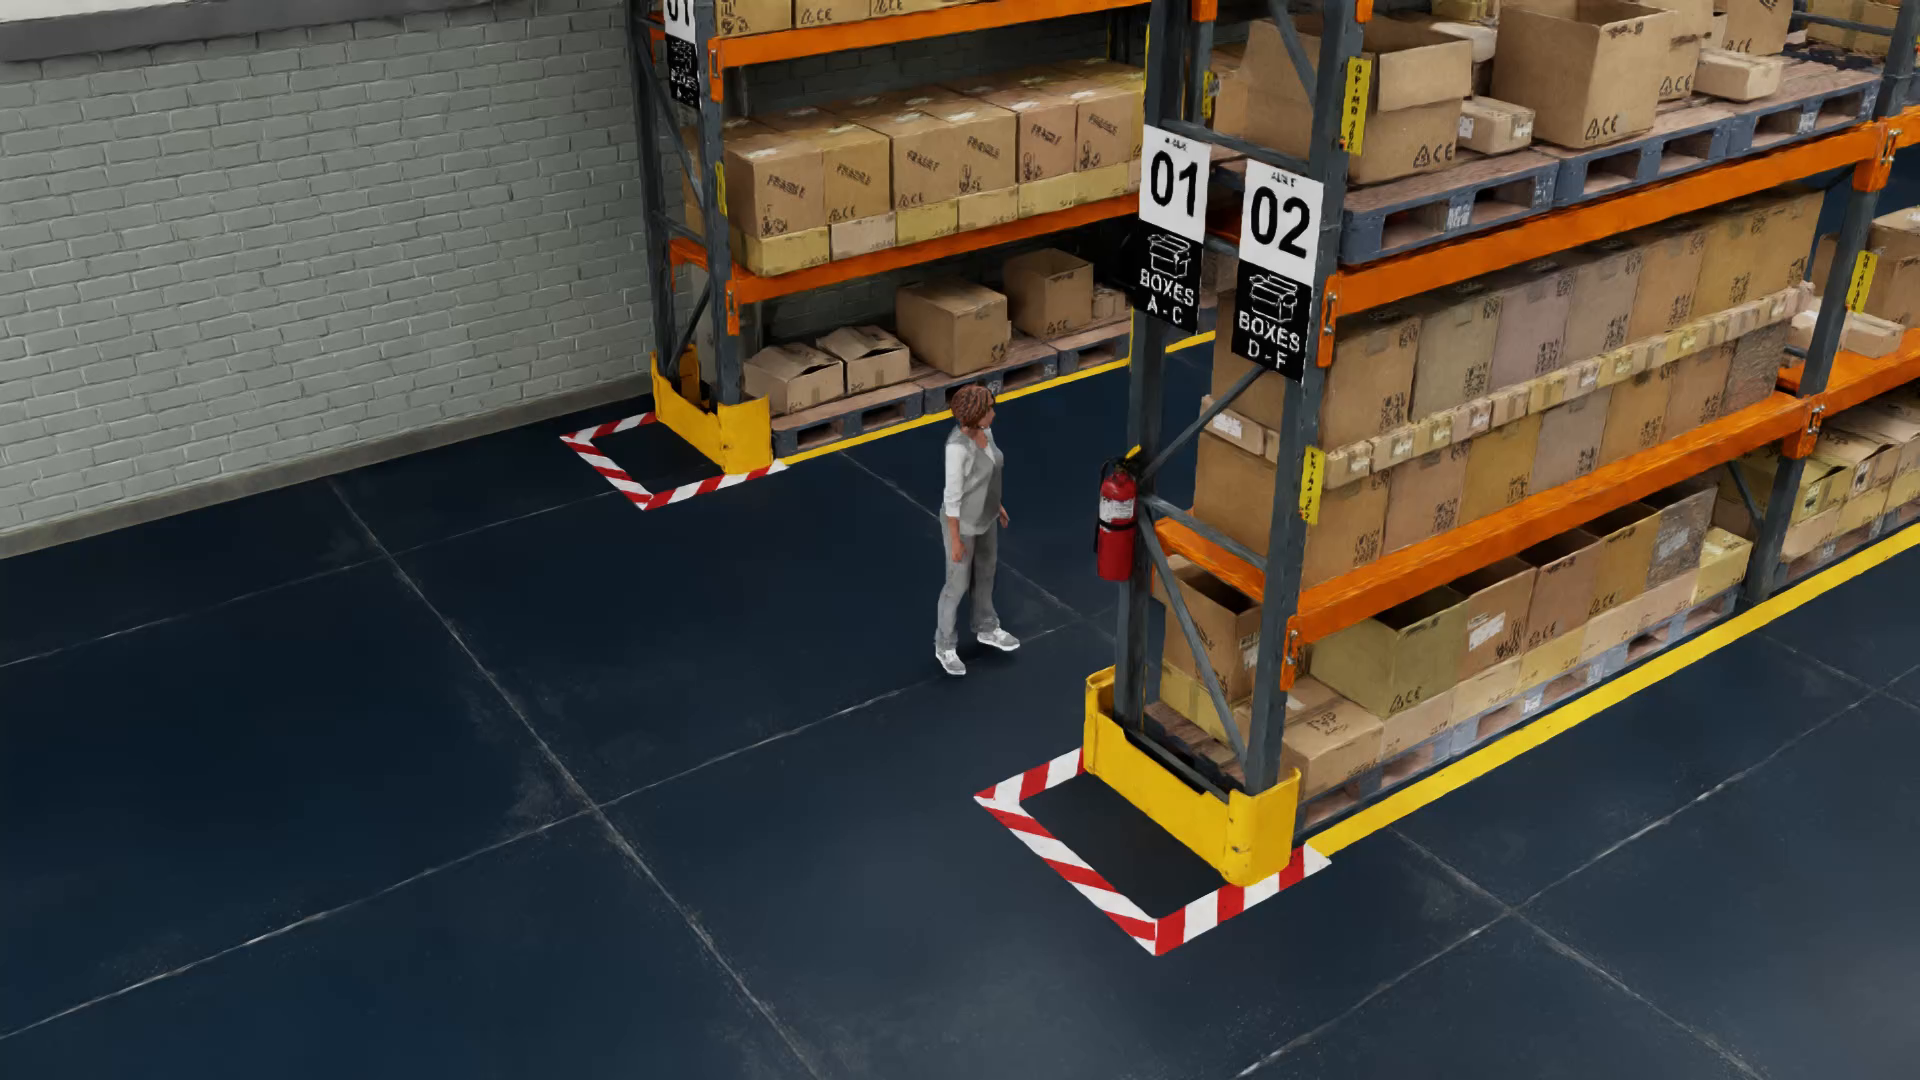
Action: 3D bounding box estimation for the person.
[{"bbox_3d":[0.089,-0.070,8.708,0.419,1.603,0.491,14,32,23],"label":"person"}]
